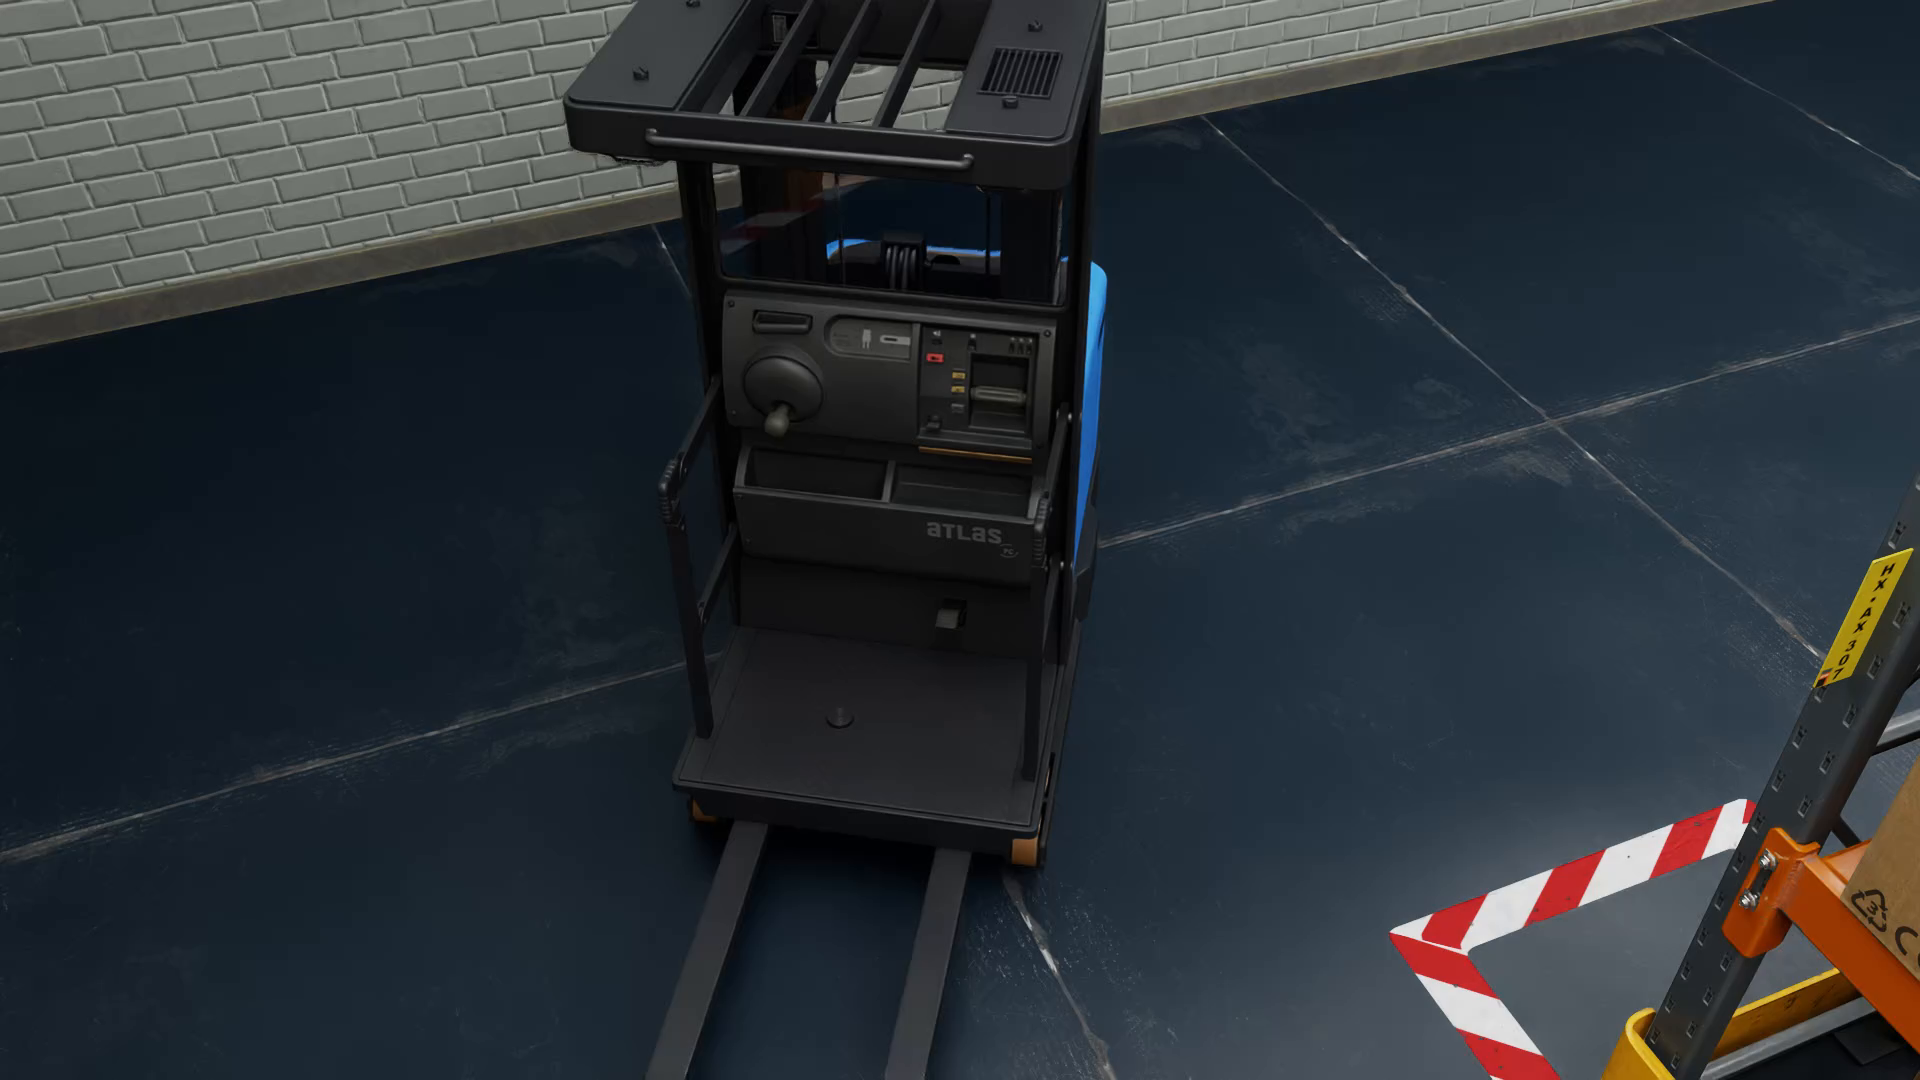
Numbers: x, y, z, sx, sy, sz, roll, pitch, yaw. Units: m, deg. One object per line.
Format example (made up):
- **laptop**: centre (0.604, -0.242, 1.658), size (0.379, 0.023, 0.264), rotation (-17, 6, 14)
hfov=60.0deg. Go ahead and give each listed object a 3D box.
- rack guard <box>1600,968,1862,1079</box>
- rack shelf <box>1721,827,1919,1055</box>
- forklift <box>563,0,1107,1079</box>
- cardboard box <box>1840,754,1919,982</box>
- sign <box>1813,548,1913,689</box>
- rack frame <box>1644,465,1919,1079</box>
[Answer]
- **rack guard**: centre (2.220, 1.336, 4.313), size (1.175, 0.500, 0.348), rotation (-15, 43, -17)
- **rack shelf**: centre (2.956, 1.820, 2.384), size (1.077, 0.370, 4.000), rotation (-15, 43, -17)
- **forklift**: centre (-0.237, -0.374, 4.436), size (1.130, 2.935, 3.031), rotation (6, 41, 7)
- **cardboard box**: centre (2.117, 0.638, 3.131), size (0.500, 0.500, 0.500), rotation (-14, 43, -16)
- **sign**: centre (1.689, 0.150, 3.111), size (0.100, 0.325, 0.005), rotation (-15, 43, -17)
- **rack frame**: centre (2.190, 0.343, 3.551), size (1.000, 3.000, 0.127), rotation (-15, 43, -17)
